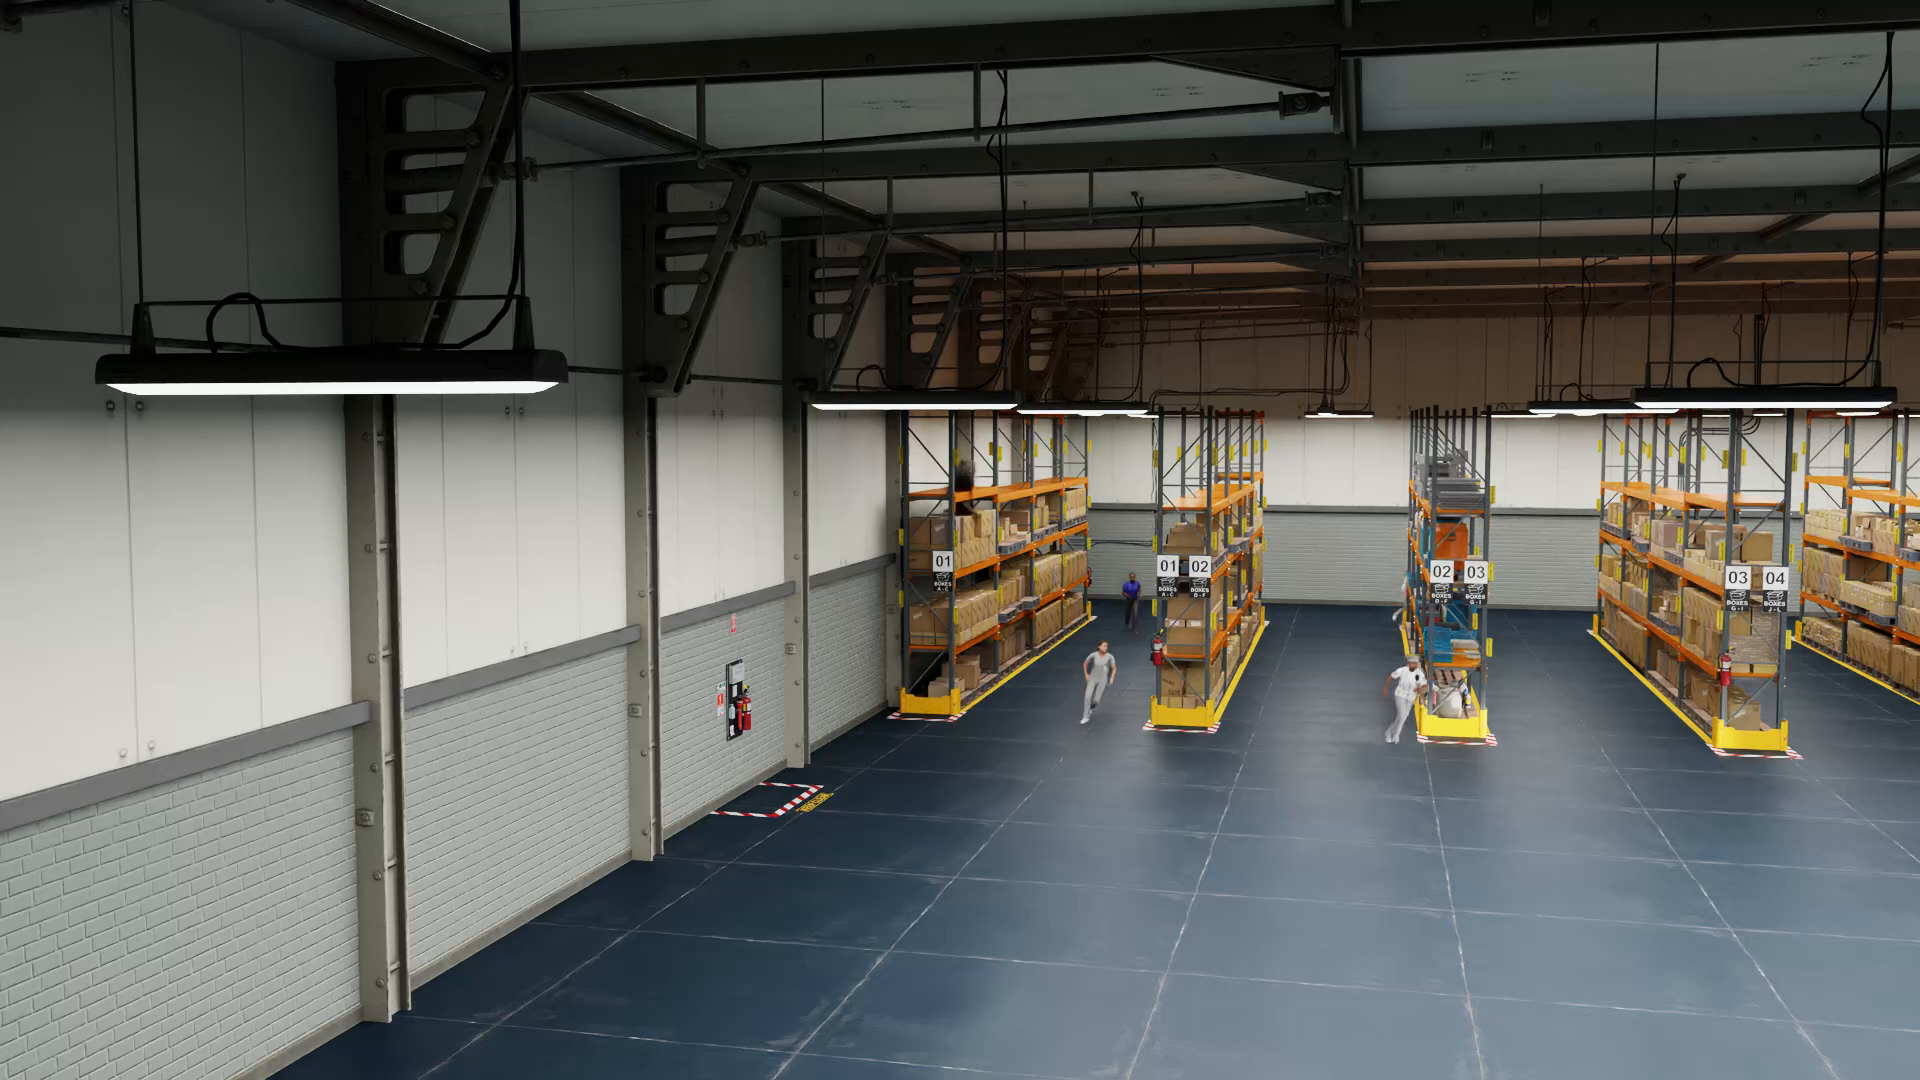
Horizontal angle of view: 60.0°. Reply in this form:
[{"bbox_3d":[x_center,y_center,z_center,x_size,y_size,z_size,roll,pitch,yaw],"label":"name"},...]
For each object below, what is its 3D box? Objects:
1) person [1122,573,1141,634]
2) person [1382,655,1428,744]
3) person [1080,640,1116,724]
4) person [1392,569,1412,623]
[{"bbox_3d":[4.617,1.675,44.819,0.557,1.621,0.989,0,4,-3],"label":"person"},{"bbox_3d":[7.924,2.813,29.536,0.719,1.574,0.596,-1,4,-9],"label":"person"},{"bbox_3d":[2.632,2.673,31.697,0.683,1.592,0.595,0,4,3],"label":"person"},{"bbox_3d":[12.519,1.591,46.866,0.551,1.543,0.612,3,5,35],"label":"person"}]
